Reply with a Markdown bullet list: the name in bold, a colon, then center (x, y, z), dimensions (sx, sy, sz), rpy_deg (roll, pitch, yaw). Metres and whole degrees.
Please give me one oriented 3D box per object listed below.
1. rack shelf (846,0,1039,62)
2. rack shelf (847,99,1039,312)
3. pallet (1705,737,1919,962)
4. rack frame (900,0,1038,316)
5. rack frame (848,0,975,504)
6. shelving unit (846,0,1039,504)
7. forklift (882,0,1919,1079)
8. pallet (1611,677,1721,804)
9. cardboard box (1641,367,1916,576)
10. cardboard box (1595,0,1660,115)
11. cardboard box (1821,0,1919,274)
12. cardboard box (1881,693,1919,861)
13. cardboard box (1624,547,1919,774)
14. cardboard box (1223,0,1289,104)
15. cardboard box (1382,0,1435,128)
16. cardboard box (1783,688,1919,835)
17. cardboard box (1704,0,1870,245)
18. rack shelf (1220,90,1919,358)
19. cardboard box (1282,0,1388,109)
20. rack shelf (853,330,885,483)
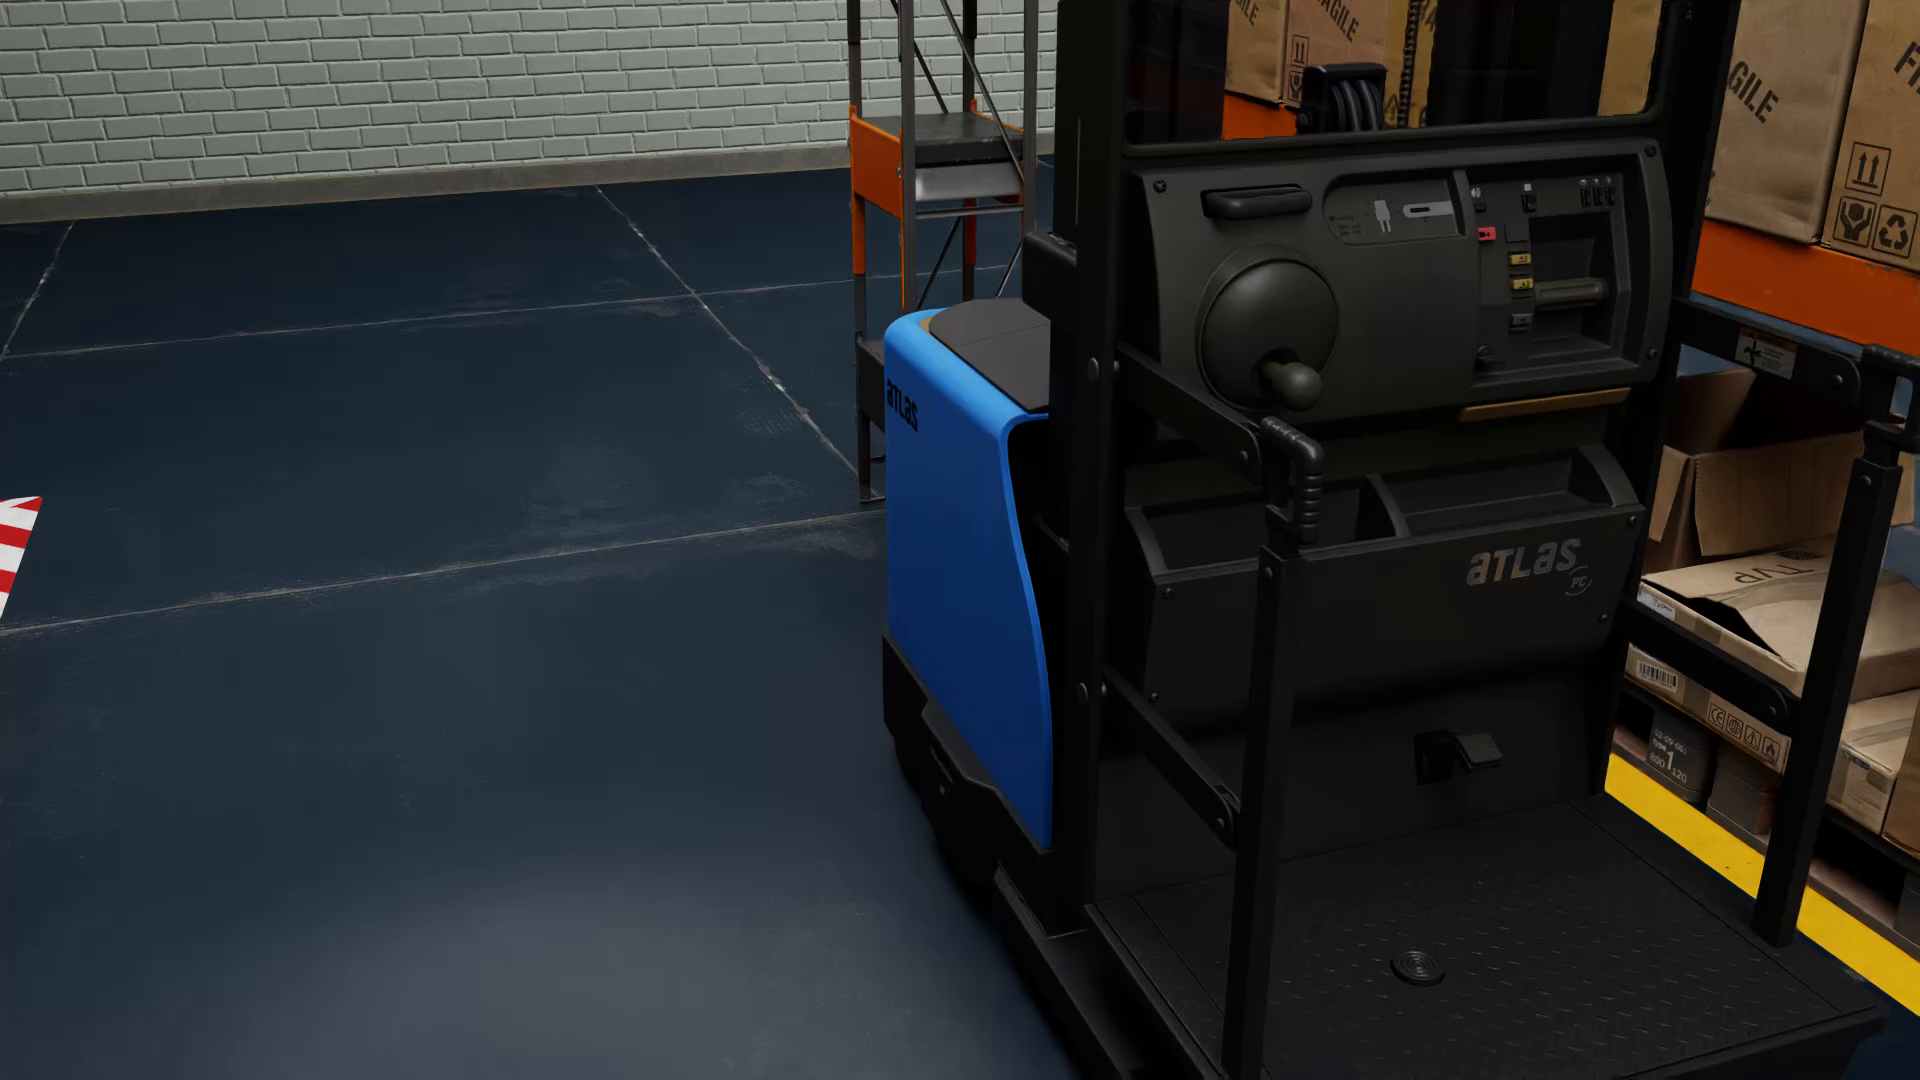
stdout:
- **rack shelf**: center (-0.058, -1.660, 4.718), dimensions (0.431, 0.518, 0.480), rpy_deg (-8, 24, -19)
- **rack shelf**: center (-0.058, -1.015, 4.990), dimensions (0.431, 0.518, 0.480), rpy_deg (-8, 24, -19)
- **pallet**: center (2.362, 0.669, 3.392), dimensions (1.003, 0.211, 1.213), rpy_deg (-8, 24, -19)
- **rack frame**: center (0.028, -0.939, 4.775), dimensions (0.400, 2.100, 0.015), rpy_deg (-8, 24, -19)
- **rack frame**: center (-0.145, -1.116, 5.195), dimensions (0.400, 2.100, 0.015), rpy_deg (-8, 24, -19)
- **shelving unit**: center (-0.058, -1.028, 4.985), dimensions (0.431, 2.100, 0.503), rpy_deg (-8, 24, -19)
- **forklift**: center (0.788, -0.391, 2.404), dimensions (1.130, 2.935, 3.031), rpy_deg (-8, 24, -18)
- **pallet**: center (1.927, 0.225, 4.445), dimensions (1.003, 0.211, 1.213), rpy_deg (-8, 24, -19)
- **cardboard box**: center (1.935, -0.101, 4.275), dimensions (0.797, 0.503, 0.637), rpy_deg (-8, 24, -19)
- **cardboard box**: center (1.637, -1.117, 3.910), dimensions (0.500, 0.500, 0.500), rpy_deg (-8, 24, -18)
- **cardboard box**: center (2.003, -0.746, 3.030), dimensions (0.500, 0.500, 0.500), rpy_deg (-8, 24, -17)
- **cardboard box**: center (2.137, 0.414, 3.057), dimensions (0.500, 0.500, 0.500), rpy_deg (-8, 24, -19)
- **cardboard box**: center (1.872, 0.229, 3.740), dimensions (0.500, 0.311, 0.500), rpy_deg (-8, 24, -19)
- **cardboard box**: center (1.100, -1.669, 5.218), dimensions (0.500, 0.500, 0.500), rpy_deg (-8, 24, -18)
- **cardboard box**: center (1.462, -1.299, 4.341), dimensions (0.500, 0.500, 0.500), rpy_deg (-8, 24, -19)
- **cardboard box**: center (1.948, 0.448, 3.428), dimensions (0.380, 0.149, 0.250), rpy_deg (-8, 24, -19)
- **cardboard box**: center (1.820, -0.933, 3.472), dimensions (0.500, 0.500, 0.500), rpy_deg (-8, 24, -18)
- **rack shelf**: center (1.897, -0.762, 4.122), dimensions (1.077, 0.370, 4.000), rpy_deg (-8, 24, -19)
- **cardboard box**: center (1.288, -1.482, 4.775), dimensions (0.500, 0.500, 0.500), rpy_deg (-9, 24, -20)
- **rack shelf**: center (-0.058, -0.370, 5.262), dimensions (0.431, 0.518, 0.480), rpy_deg (-8, 24, -19)
